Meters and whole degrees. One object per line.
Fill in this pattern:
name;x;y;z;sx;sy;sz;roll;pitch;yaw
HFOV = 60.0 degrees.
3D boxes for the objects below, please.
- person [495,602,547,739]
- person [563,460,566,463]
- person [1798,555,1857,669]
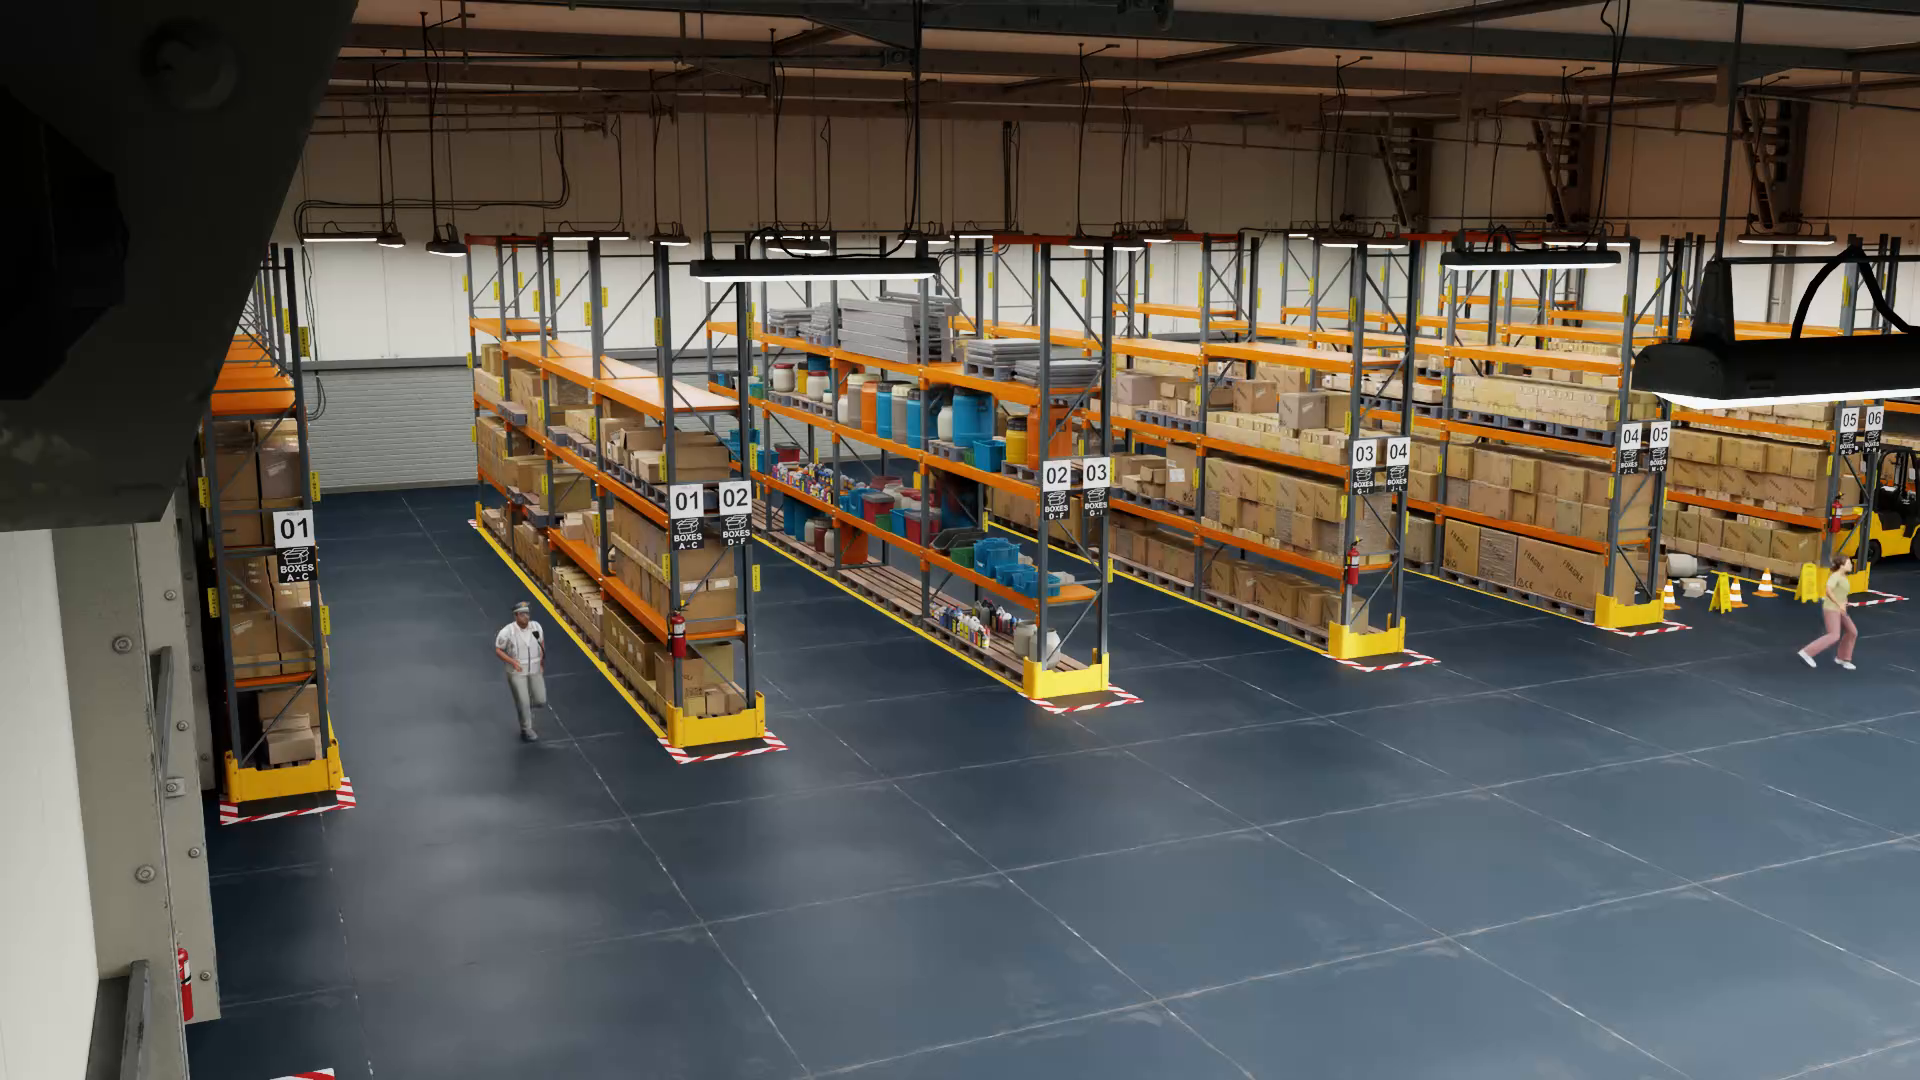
person;-5.369;1.587;20.457;0.650;1.730;0.620;-8;13;-35
person;-8.852;-1.494;36.494;0.641;1.632;0.513;-10;15;-43
person;12.390;1.034;23.603;0.718;1.665;0.805;7;13;33
